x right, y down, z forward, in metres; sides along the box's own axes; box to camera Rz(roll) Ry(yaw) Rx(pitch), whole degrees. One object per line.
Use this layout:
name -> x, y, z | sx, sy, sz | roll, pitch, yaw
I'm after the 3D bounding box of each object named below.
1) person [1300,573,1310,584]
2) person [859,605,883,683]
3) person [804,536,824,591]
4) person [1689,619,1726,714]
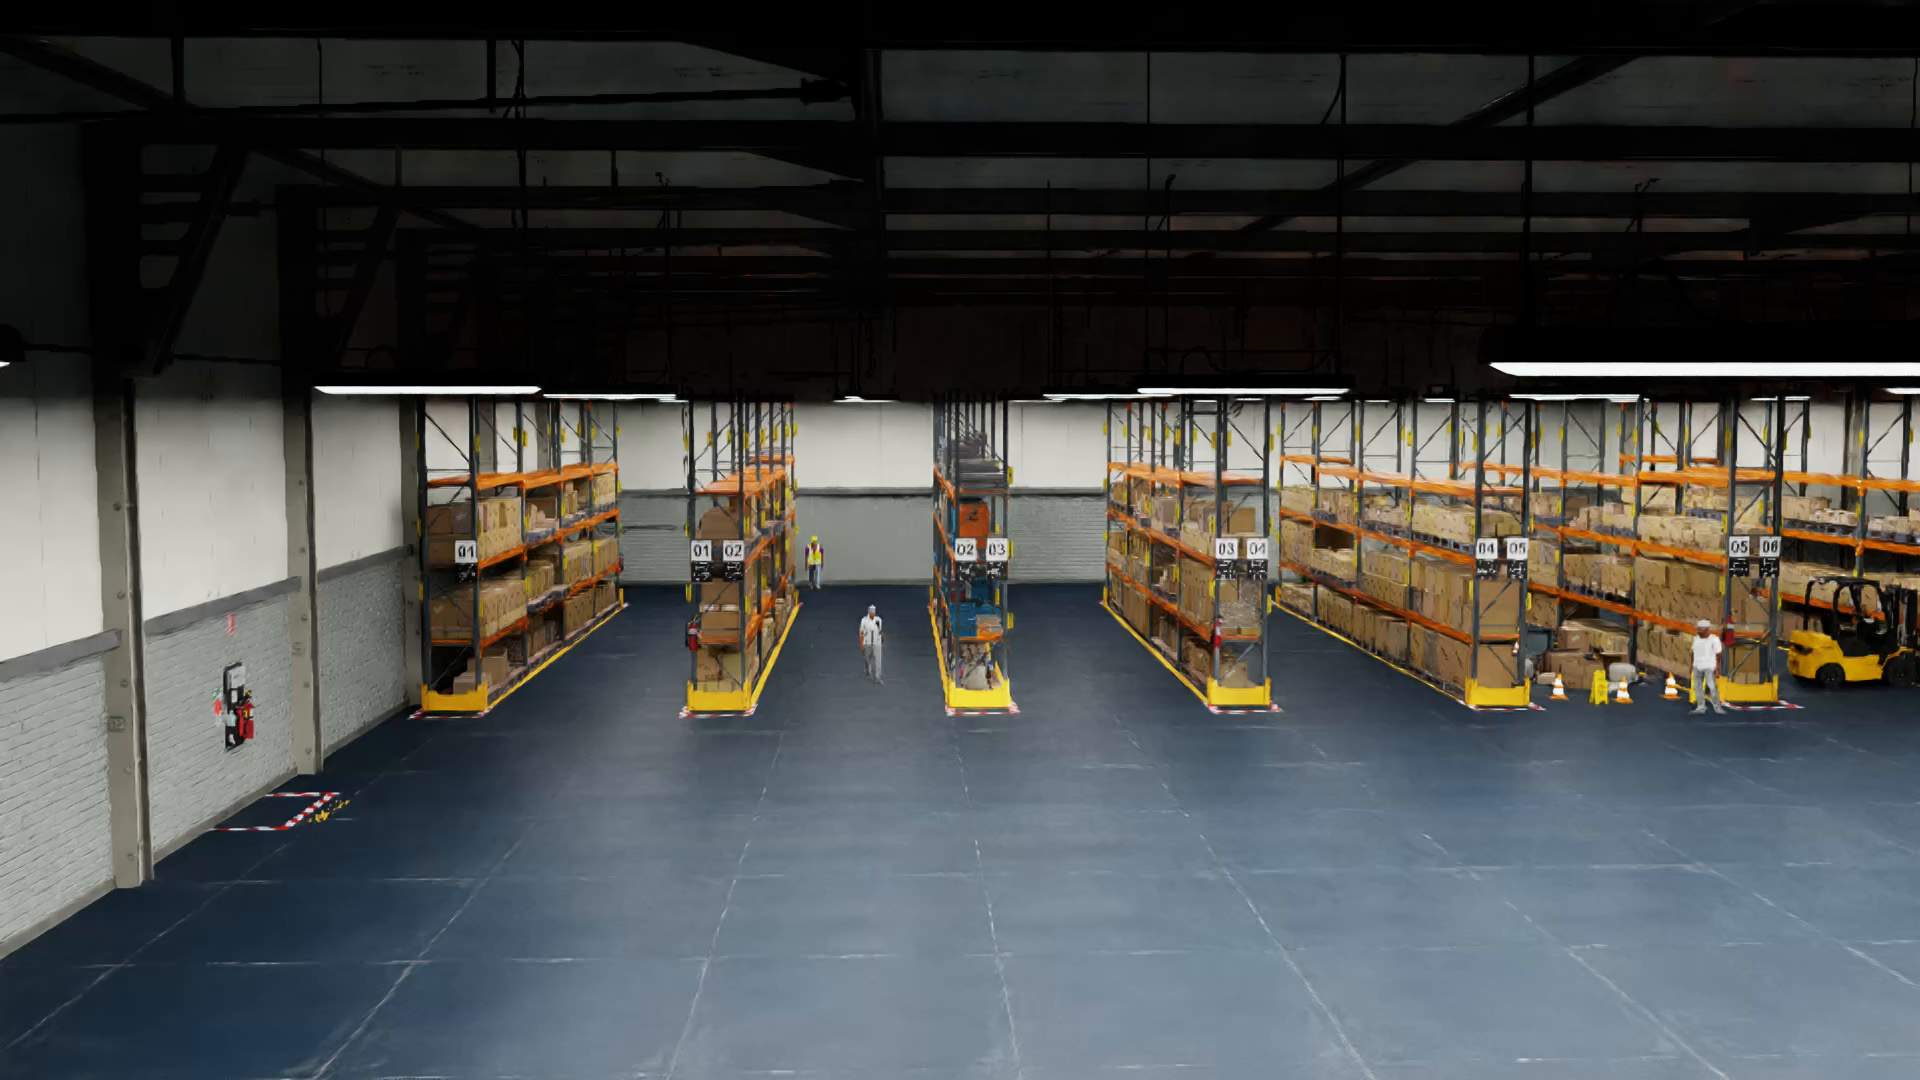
person -> 10.147, 0.853, 48.870 | 0.631, 1.789, 0.671 | -2, 5, -26
person -> -1.826, 2.119, 34.318 | 0.497, 1.580, 1.091 | 0, 5, -5
person -> -4.482, 0.703, 51.012 | 0.577, 1.686, 1.113 | 0, 5, -5
person -> 13.843, 2.342, 30.823 | 0.542, 1.758, 0.661 | -3, 5, -32
